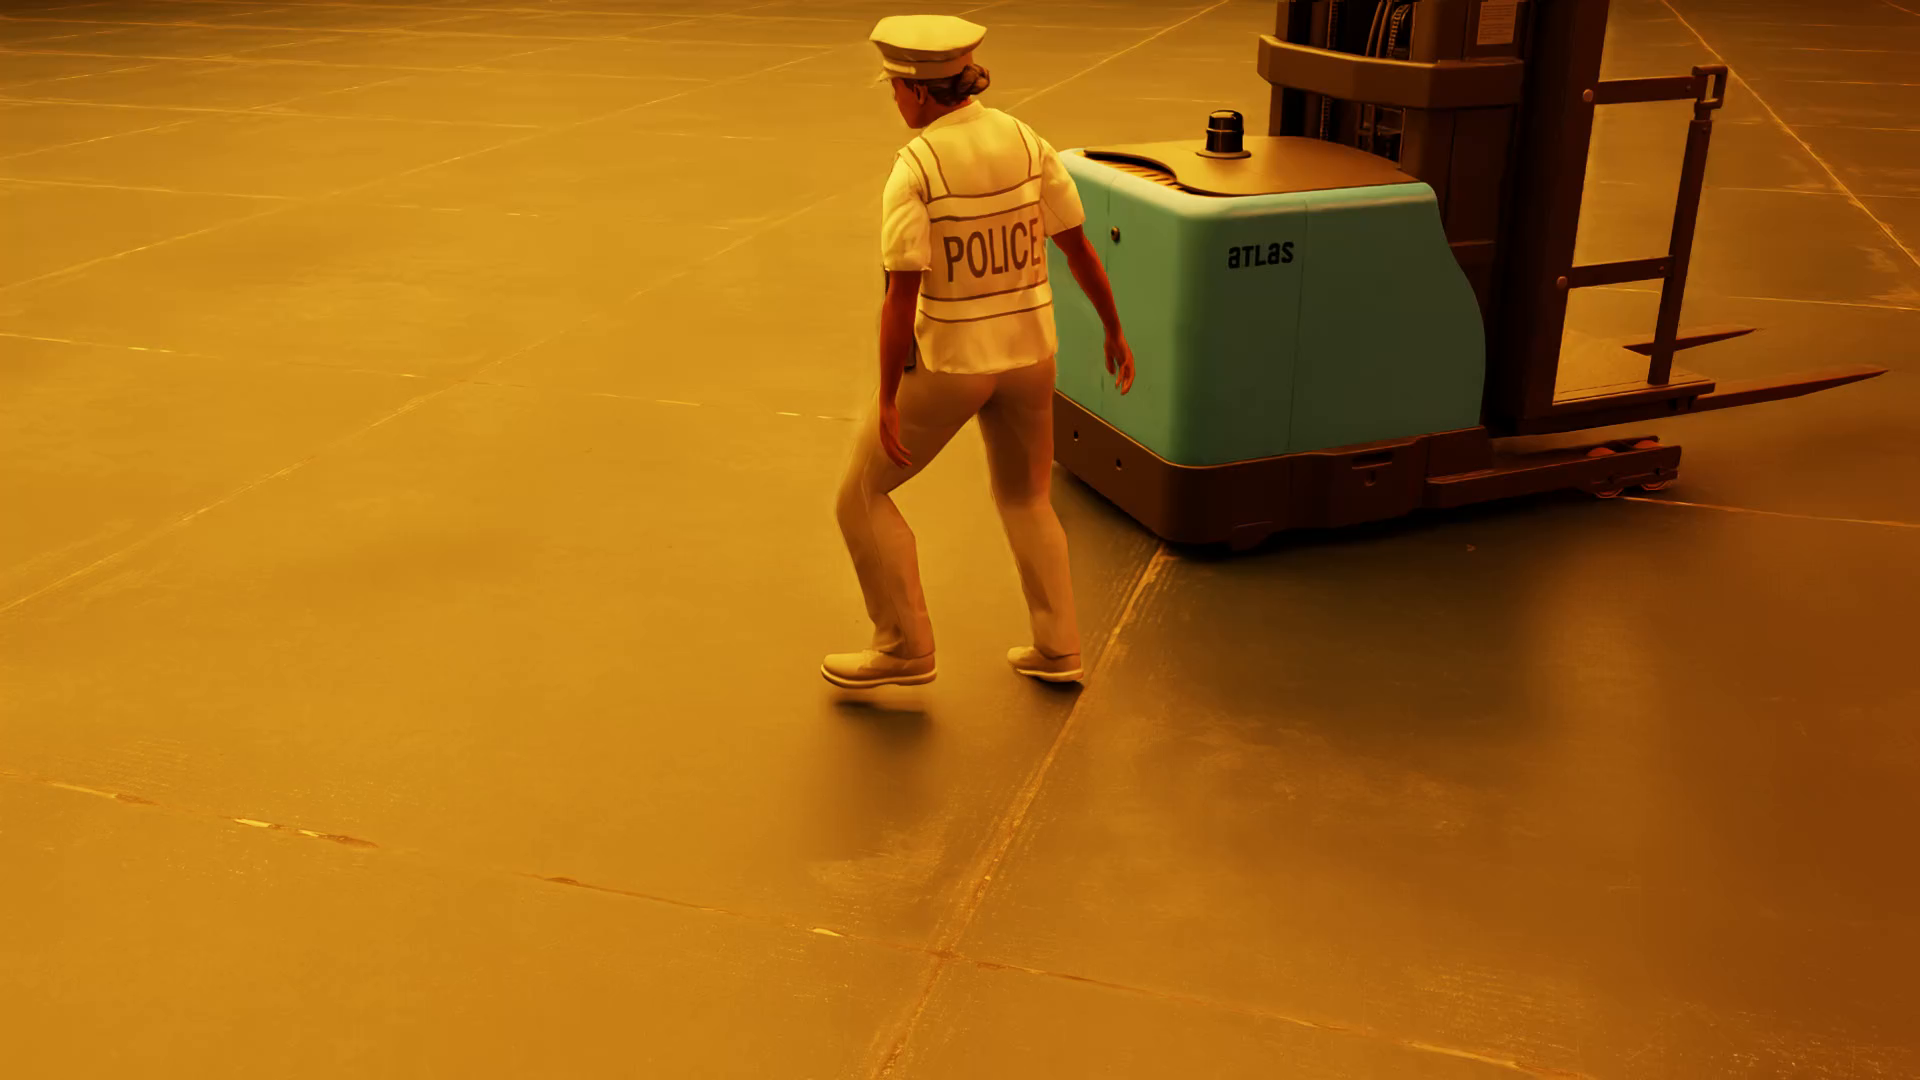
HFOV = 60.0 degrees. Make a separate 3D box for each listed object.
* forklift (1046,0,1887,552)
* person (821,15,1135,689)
[{"bbox_3d":[1.837,-1.666,5.314,3.031,2.935,1.130,-9,24,-20],"label":"forklift"},{"bbox_3d":[0.049,-0.393,4.000,0.813,1.648,0.444,-11,25,-25],"label":"person"}]
